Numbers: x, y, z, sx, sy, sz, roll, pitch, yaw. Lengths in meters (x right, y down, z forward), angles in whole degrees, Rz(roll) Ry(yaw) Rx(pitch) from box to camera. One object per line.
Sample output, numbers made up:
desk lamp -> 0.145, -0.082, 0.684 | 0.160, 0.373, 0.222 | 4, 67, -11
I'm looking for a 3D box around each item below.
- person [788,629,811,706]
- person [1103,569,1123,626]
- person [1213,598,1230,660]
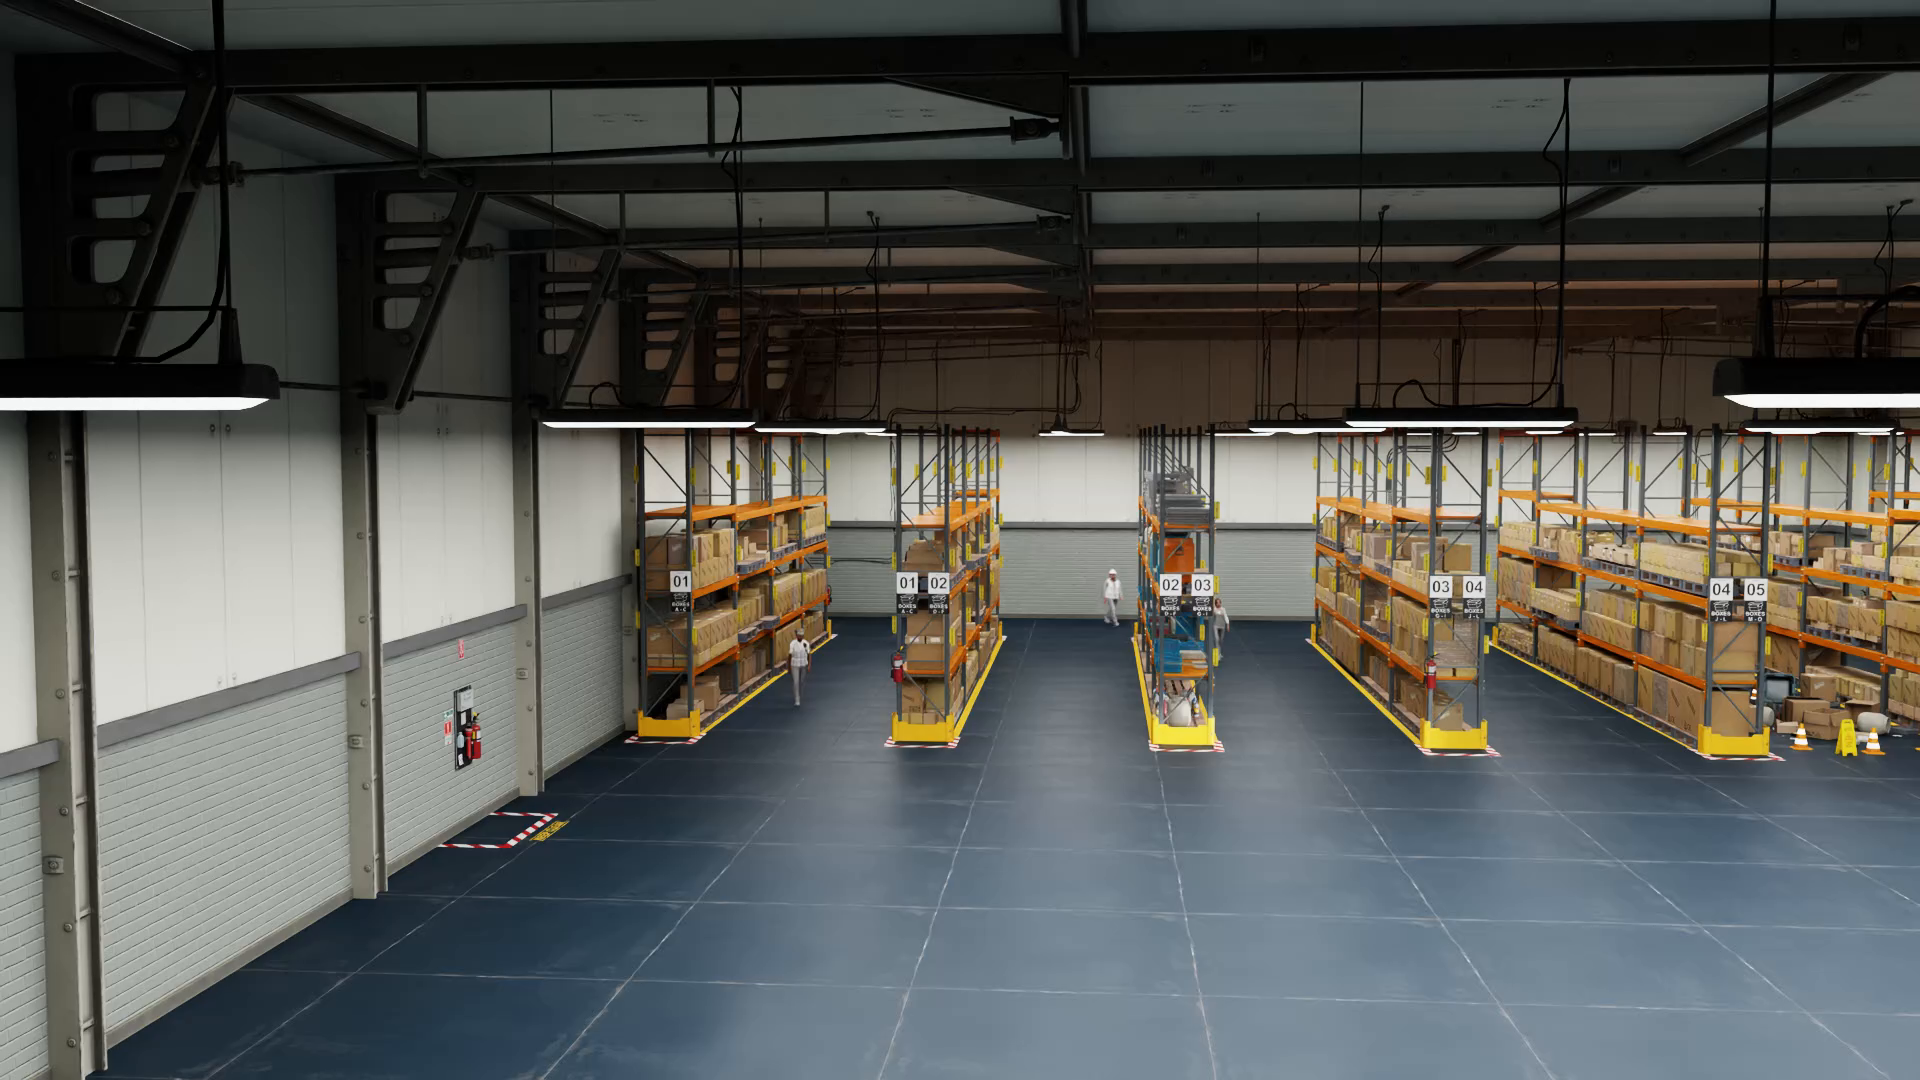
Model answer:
person -> -3.442, 2.713, 35.671 | 0.515, 1.633, 0.947 | -2, 4, -26
person -> 4.678, 1.753, 50.842 | 0.529, 1.713, 1.109 | -2, 4, -29
person -> 6.744, 2.296, 43.170 | 0.474, 1.582, 0.682 | 0, 3, -5
